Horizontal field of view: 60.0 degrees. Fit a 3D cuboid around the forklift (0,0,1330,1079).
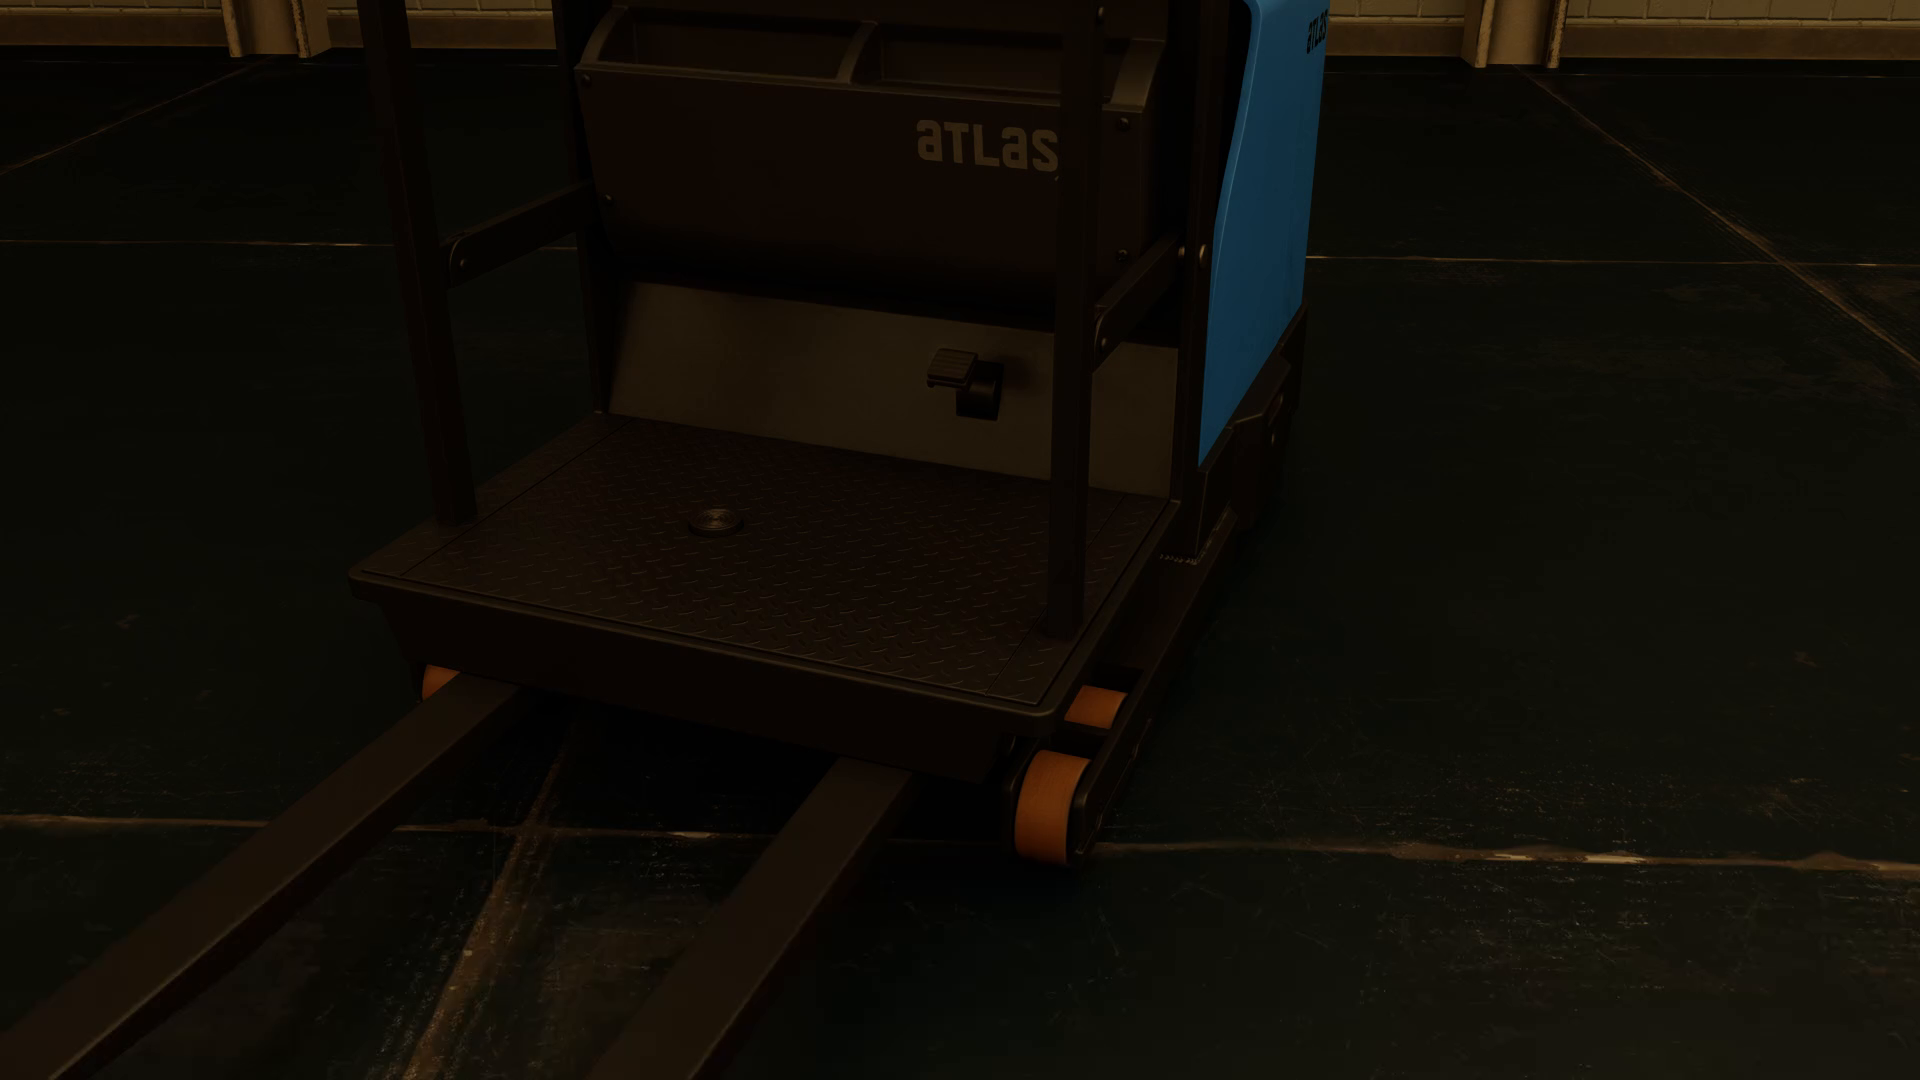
[{"bbox_3d":[-0.225,-1.054,2.157,1.130,2.935,3.031,10,28,19],"label":"forklift"}]
